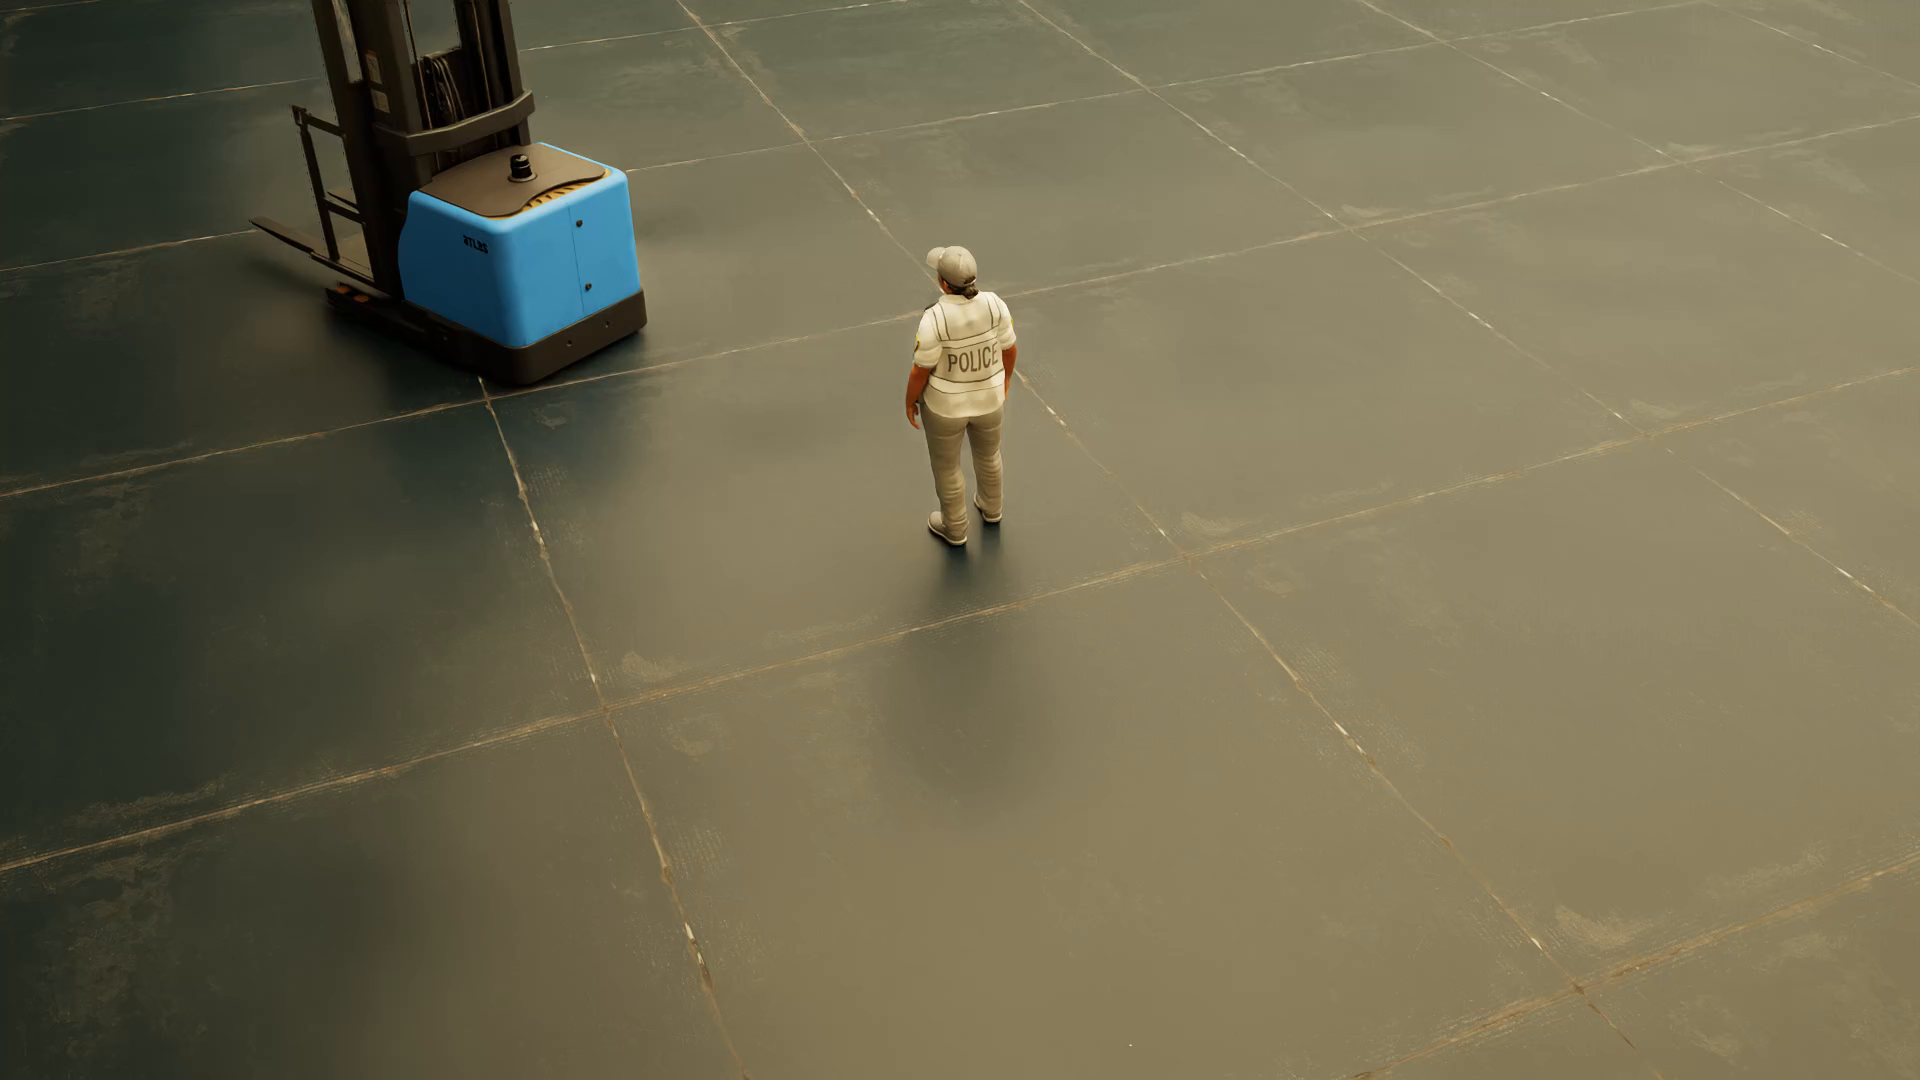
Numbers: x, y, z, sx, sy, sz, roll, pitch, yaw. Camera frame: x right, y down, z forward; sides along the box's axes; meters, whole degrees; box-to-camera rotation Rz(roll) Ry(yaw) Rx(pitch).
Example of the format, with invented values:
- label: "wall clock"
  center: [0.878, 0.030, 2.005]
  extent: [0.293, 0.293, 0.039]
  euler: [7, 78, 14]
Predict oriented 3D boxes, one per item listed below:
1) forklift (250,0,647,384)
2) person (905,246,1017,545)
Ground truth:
- label: "forklift"
  center: [-3.433, -2.807, 10.045]
  extent: [3.031, 2.935, 1.130]
  euler: [24, 42, 30]
- label: "person"
  center: [-0.009, -0.731, 8.205]
  extent: [0.599, 1.670, 0.529]
  euler: [-14, 38, -19]
